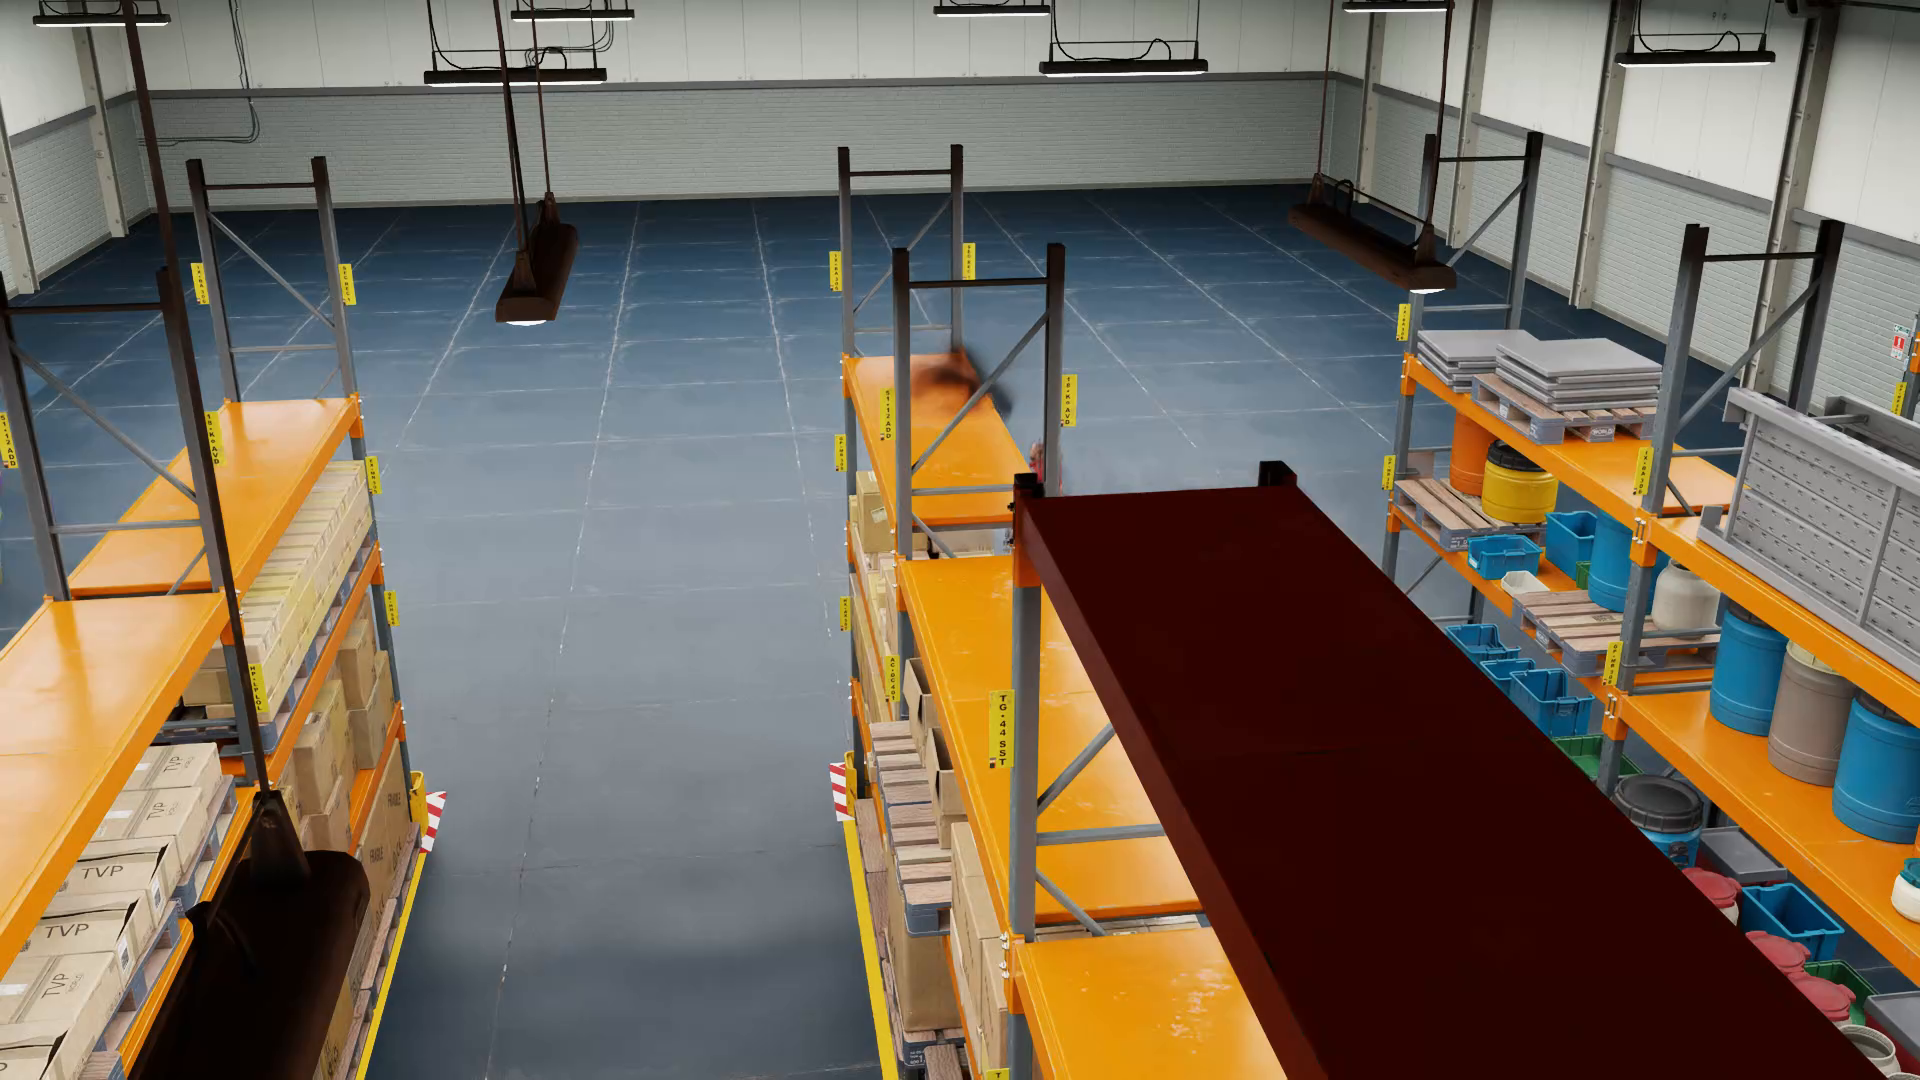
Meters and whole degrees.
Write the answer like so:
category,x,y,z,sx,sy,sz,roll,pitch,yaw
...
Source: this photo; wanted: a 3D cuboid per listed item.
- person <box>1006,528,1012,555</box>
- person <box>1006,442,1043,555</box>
category,x,y,z,sx,sy,sz,roll,pitch,yaw
person,0.804,0.241,18.665,0.632,1.728,0.710,10,24,24
person,0.891,-0.361,20.218,0.977,1.740,0.669,7,23,18
